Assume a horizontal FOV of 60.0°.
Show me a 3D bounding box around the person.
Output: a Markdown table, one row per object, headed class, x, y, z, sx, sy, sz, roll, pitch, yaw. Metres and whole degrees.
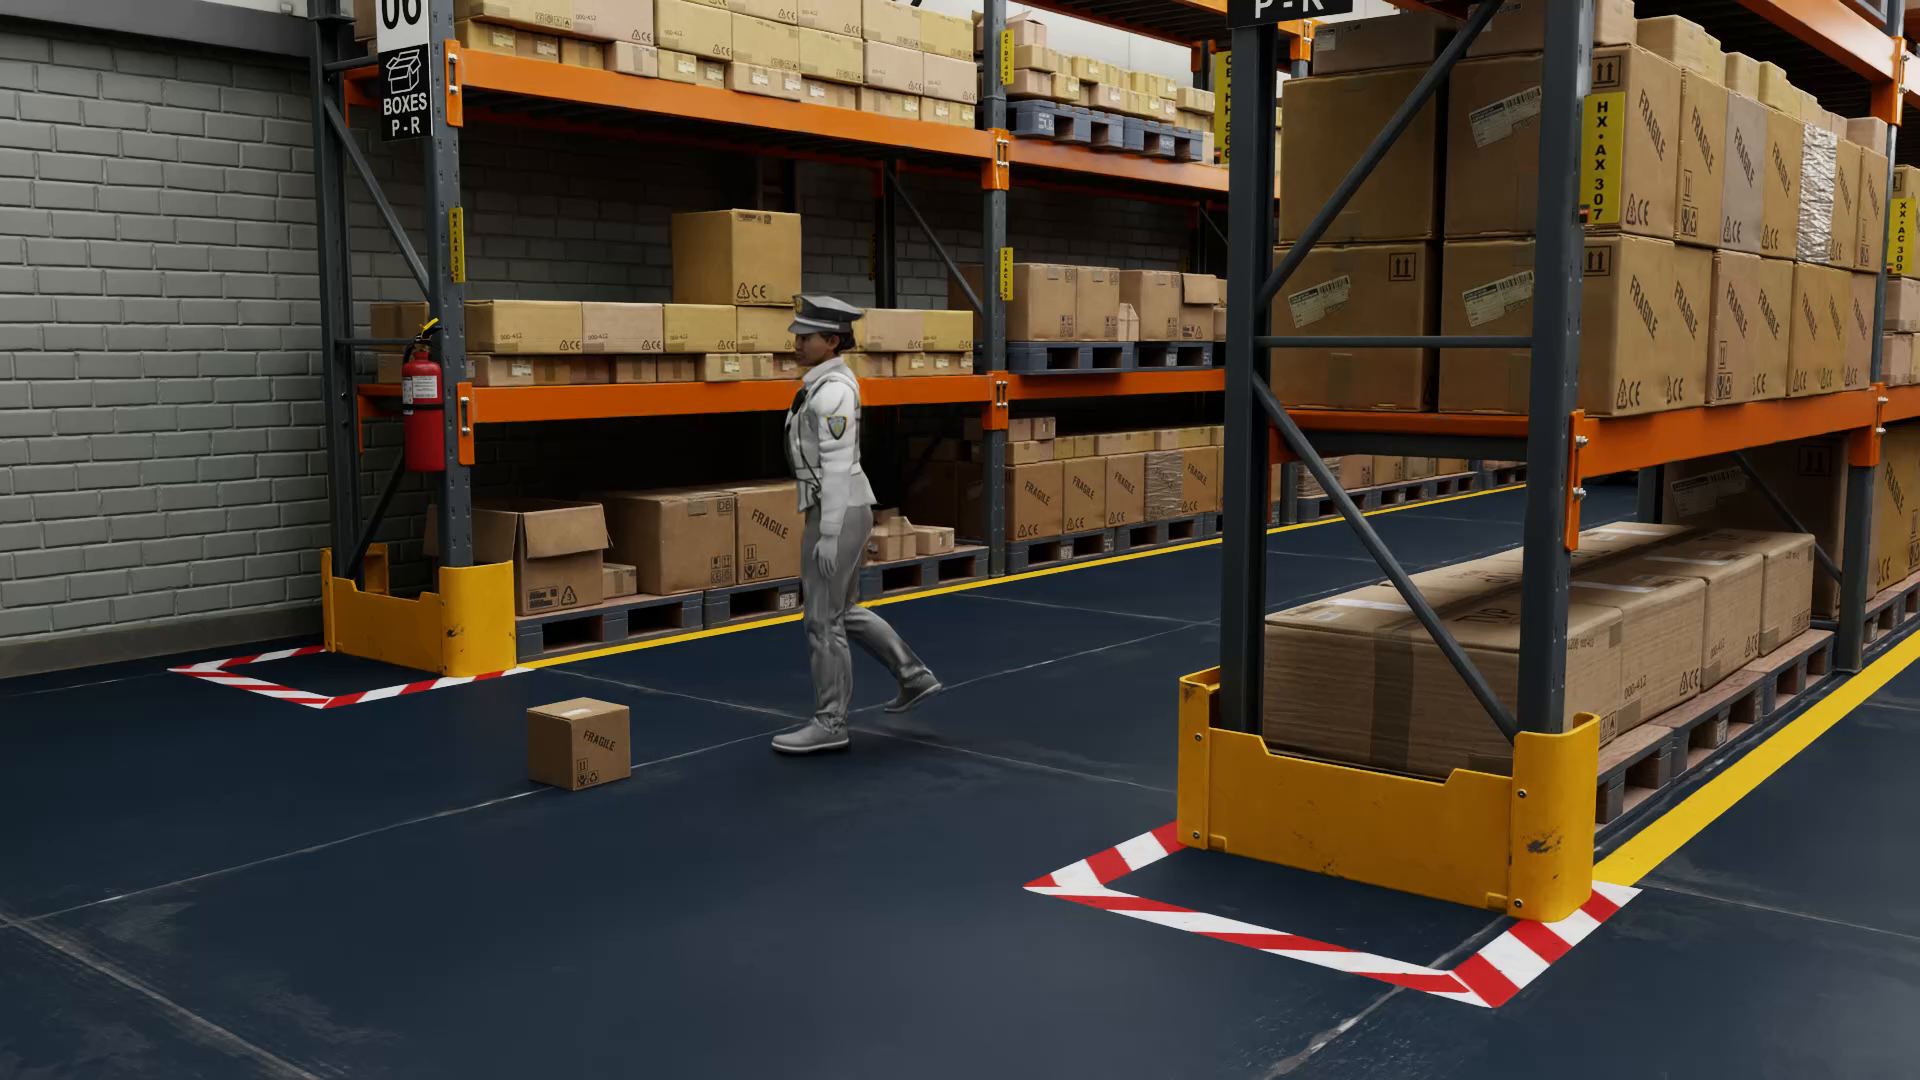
| class | x | y | z | sx | sy | sz | roll | pitch | yaw |
| --- | --- | --- | --- | --- | --- | --- | --- | --- | --- |
| person | -0.380 | -0.059 | 6.112 | 0.635 | 1.662 | 0.504 | 0 | 7 | -2 |
